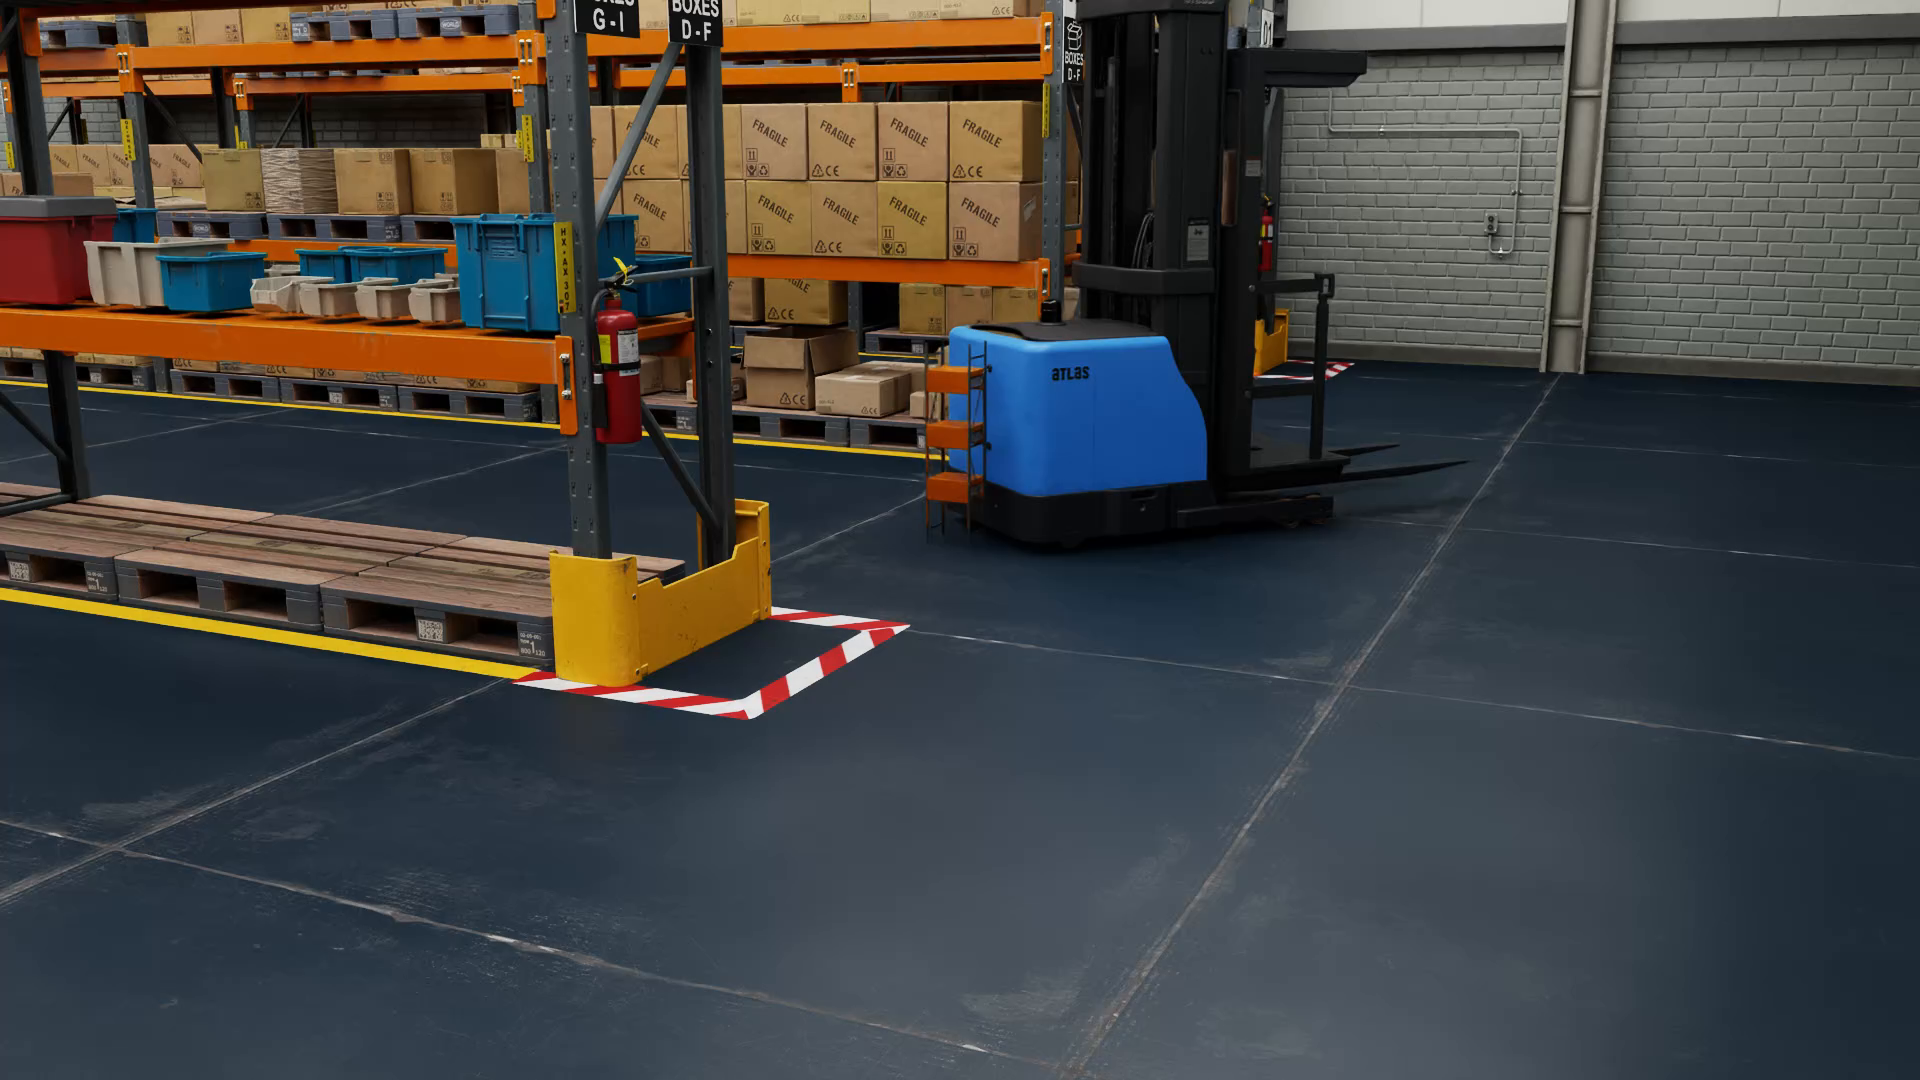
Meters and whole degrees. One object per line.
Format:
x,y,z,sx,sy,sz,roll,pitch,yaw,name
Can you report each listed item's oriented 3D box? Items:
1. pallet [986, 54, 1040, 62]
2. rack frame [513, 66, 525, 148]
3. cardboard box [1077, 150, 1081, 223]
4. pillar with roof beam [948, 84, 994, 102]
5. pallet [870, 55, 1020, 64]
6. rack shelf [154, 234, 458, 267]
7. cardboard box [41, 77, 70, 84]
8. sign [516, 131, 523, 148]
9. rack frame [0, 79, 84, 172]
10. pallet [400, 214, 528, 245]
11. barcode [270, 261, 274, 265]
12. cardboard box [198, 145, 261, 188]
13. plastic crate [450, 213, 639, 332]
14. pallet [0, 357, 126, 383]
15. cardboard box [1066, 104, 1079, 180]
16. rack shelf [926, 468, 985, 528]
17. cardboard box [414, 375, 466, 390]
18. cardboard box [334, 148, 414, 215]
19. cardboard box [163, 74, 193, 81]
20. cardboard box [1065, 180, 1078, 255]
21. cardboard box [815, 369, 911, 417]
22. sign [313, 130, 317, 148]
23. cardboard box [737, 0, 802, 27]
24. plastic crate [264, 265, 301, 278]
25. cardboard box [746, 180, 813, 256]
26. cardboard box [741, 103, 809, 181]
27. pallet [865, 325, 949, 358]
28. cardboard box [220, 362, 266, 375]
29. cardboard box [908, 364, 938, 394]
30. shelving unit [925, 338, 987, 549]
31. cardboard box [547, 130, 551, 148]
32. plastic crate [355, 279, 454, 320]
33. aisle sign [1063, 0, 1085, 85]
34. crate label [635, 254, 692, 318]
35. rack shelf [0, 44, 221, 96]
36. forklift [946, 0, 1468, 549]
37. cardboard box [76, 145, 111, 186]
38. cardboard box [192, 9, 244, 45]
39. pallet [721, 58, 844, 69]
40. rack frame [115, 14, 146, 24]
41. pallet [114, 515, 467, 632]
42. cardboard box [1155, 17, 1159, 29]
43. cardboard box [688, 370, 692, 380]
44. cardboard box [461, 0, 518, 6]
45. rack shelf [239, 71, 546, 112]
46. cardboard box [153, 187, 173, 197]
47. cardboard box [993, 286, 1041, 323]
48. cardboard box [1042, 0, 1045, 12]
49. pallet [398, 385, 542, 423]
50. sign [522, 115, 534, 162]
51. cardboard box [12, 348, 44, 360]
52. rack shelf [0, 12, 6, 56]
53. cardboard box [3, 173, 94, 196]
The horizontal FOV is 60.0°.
0.980,-4.695,15.824,1.213,0.211,1.003,6,14,23,pallet
-4.533,-3.839,18.548,0.127,3.000,1.000,6,14,23,rack frame
0.948,-3.427,16.137,0.700,0.700,0.980,5,14,21,cardboard box
-1.629,-5.606,12.948,0.400,9.000,9.100,6,14,23,pillar with roof beam
-0.132,-4.808,16.307,1.213,0.211,1.003,6,14,23,pallet
-4.707,-2.268,13.431,4.000,0.370,1.077,6,14,23,rack shelf
-11.166,-5.957,20.749,0.500,0.500,0.500,7,15,27,cardboard box
-4.744,-4.250,17.938,0.005,0.325,0.100,6,14,23,sign
-11.847,-4.579,21.703,0.127,3.000,1.000,6,14,23,rack frame
-3.565,-2.437,12.994,1.213,0.211,1.003,6,14,23,pallet
-8.587,-3.462,20.751,0.075,0.075,0.001,6,14,23,barcode
-8.748,-4.490,19.966,0.500,0.500,0.500,6,14,23,cardboard box
-1.613,-1.068,6.530,0.499,0.435,0.616,6,14,23,plastic crate
-8.384,-1.644,15.298,1.213,0.211,1.003,6,14,23,pallet
0.480,-2.695,11.267,0.500,0.500,0.500,6,15,25,cardboard box
-0.021,-0.219,8.651,0.240,0.259,0.215,6,15,25,rack shelf
-3.895,-1.464,12.937,0.500,0.500,0.500,6,14,23,cardboard box
-4.519,-2.837,13.142,0.500,0.500,0.700,2,13,9,cardboard box
-9.209,-5.772,19.959,0.500,0.500,0.500,5,14,18,cardboard box
0.480,-2.208,11.381,0.500,0.500,0.500,6,15,24,cardboard box
-0.675,-1.032,11.643,0.500,0.250,0.500,6,14,23,cardboard box
-7.969,-4.889,20.489,0.005,0.325,0.100,6,14,23,sign
-1.164,-3.585,11.229,0.500,0.250,0.500,6,14,23,cardboard box
-3.175,-1.202,7.757,0.466,0.136,0.293,6,14,23,plastic crate
-1.132,-2.238,11.508,0.500,0.500,0.500,6,14,22,cardboard box
-1.148,-2.724,11.389,0.500,0.500,0.500,6,15,25,cardboard box
-0.212,-2.024,16.920,1.213,0.211,1.003,6,14,23,pallet
-5.755,-1.652,13.737,0.500,0.500,0.500,5,14,21,cardboard box
-0.061,-1.095,11.911,0.500,0.250,0.500,6,14,23,cardboard box
-0.021,-0.499,8.585,0.252,1.050,0.215,6,15,25,shelving unit
-4.196,-4.309,17.995,0.500,0.250,0.500,6,15,25,cardboard box
-2.309,-0.998,6.886,0.243,0.136,0.396,6,14,23,plastic crate
0.717,-3.259,10.386,0.004,0.787,0.394,6,14,23,aisle sign
-1.324,-1.069,6.978,0.303,0.233,0.416,6,14,23,crate label
-8.365,-4.099,14.666,4.000,0.370,1.077,6,14,23,rack shelf
1.481,-1.592,9.122,3.031,2.935,1.130,-6,15,-25,forklift
-10.615,-4.677,20.763,0.500,0.500,0.500,5,14,21,cardboard box
-5.657,-4.232,13.440,0.500,0.500,0.910,6,14,23,cardboard box
-1.734,-4.910,16.968,1.217,0.209,0.805,5,14,21,pallet
-6.536,-5.724,13.452,0.127,3.000,1.000,6,14,23,rack frame
-3.081,0.131,7.736,1.213,0.211,1.003,6,14,23,pallet
2.004,-4.751,15.061,0.500,0.250,0.500,6,15,25,cardboard box
-1.876,-1.244,12.769,0.250,0.149,0.380,6,14,23,cardboard box
-3.310,-4.258,12.411,0.600,0.600,0.600,4,14,18,cardboard box
-6.362,-5.134,19.076,4.000,0.370,1.077,6,14,23,rack shelf
-9.664,-4.217,20.446,0.500,0.250,0.500,6,14,23,cardboard box
0.693,-2.270,16.417,0.500,0.500,0.700,6,15,25,cardboard box
0.412,-3.551,11.086,0.500,0.250,0.500,6,14,23,cardboard box
-3.638,-1.143,13.166,1.213,0.211,1.003,6,14,23,pallet
-3.100,-2.881,11.932,0.005,0.325,0.100,6,14,23,sign
-8.047,-1.761,14.795,0.500,0.250,0.500,6,15,25,cardboard box
-6.717,-2.695,8.681,4.000,0.370,1.077,6,14,23,rack shelf
-8.077,-3.004,14.773,0.500,0.500,0.500,5,14,20,cardboard box
